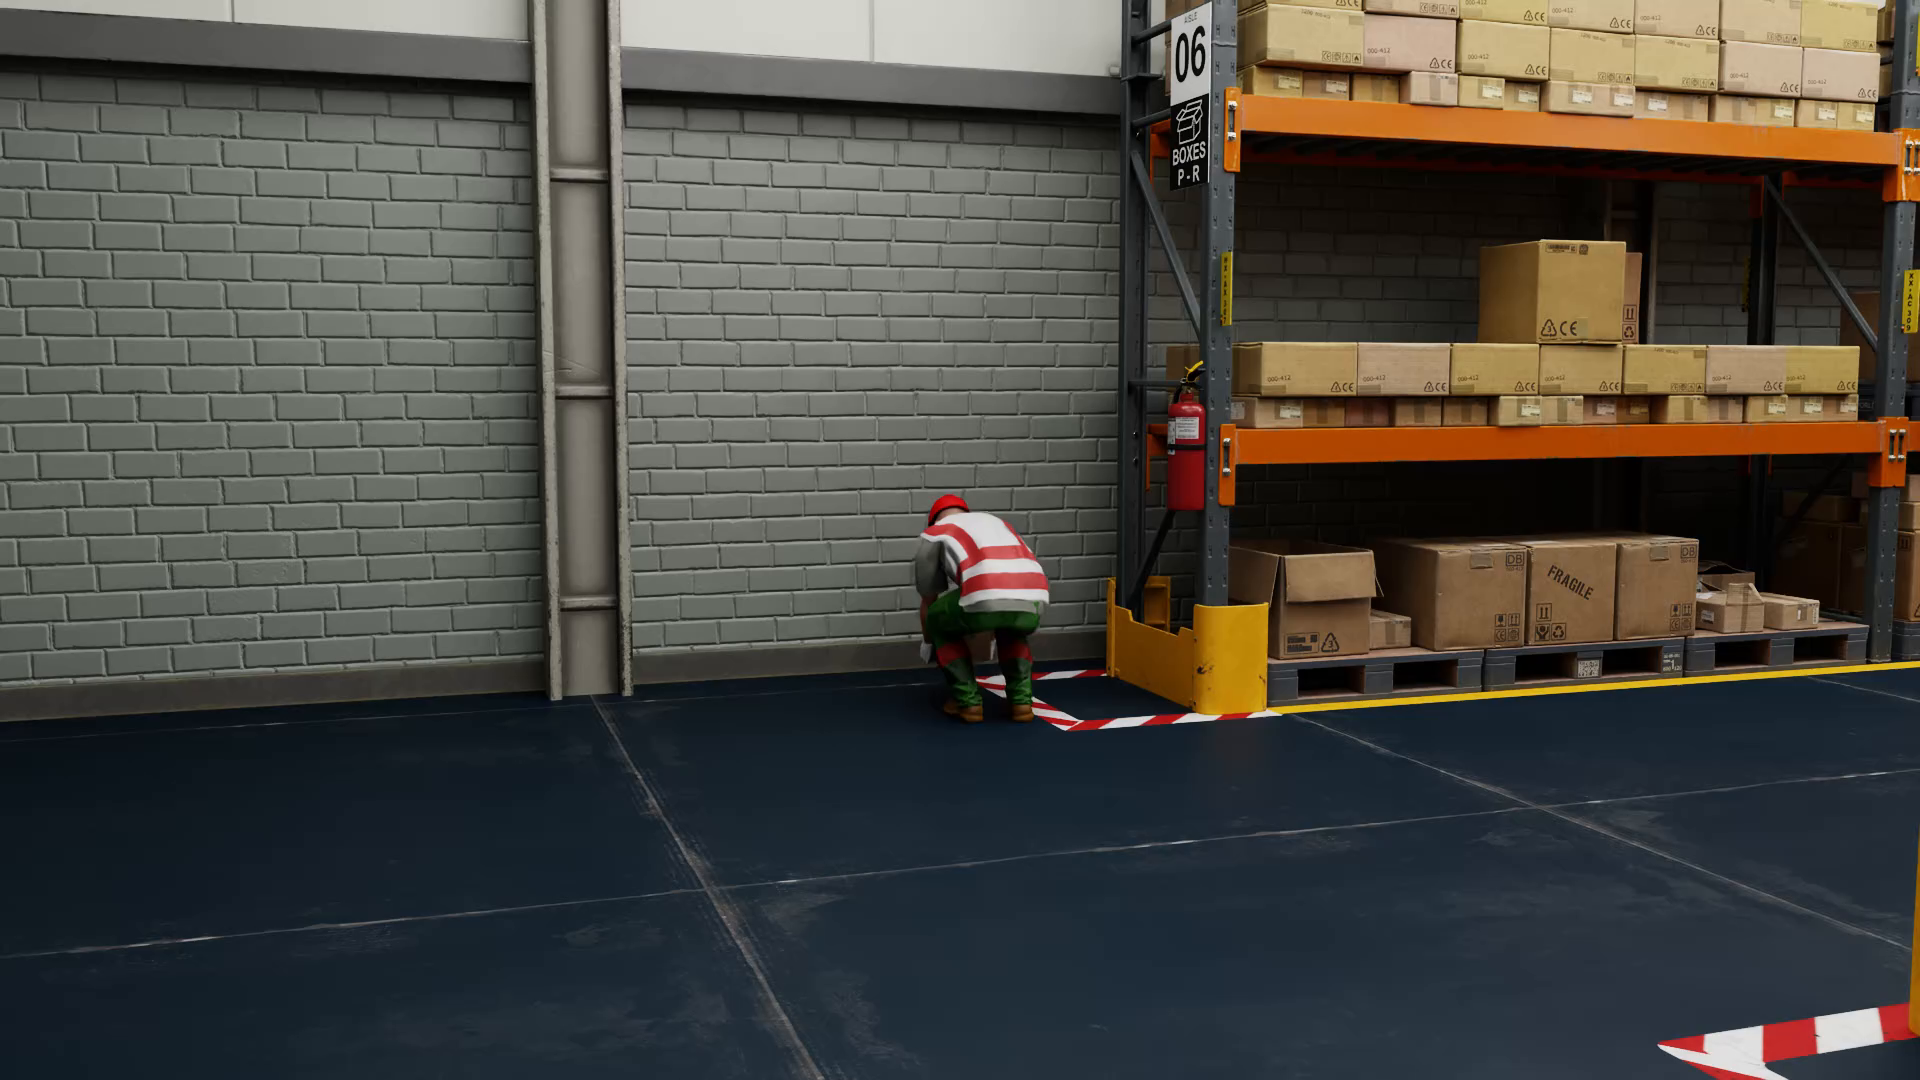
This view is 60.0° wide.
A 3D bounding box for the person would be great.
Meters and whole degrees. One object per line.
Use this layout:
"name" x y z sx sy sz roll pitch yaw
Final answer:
"person" 0.086 0.309 7.625 0.535 0.987 0.910 -2 6 -18
